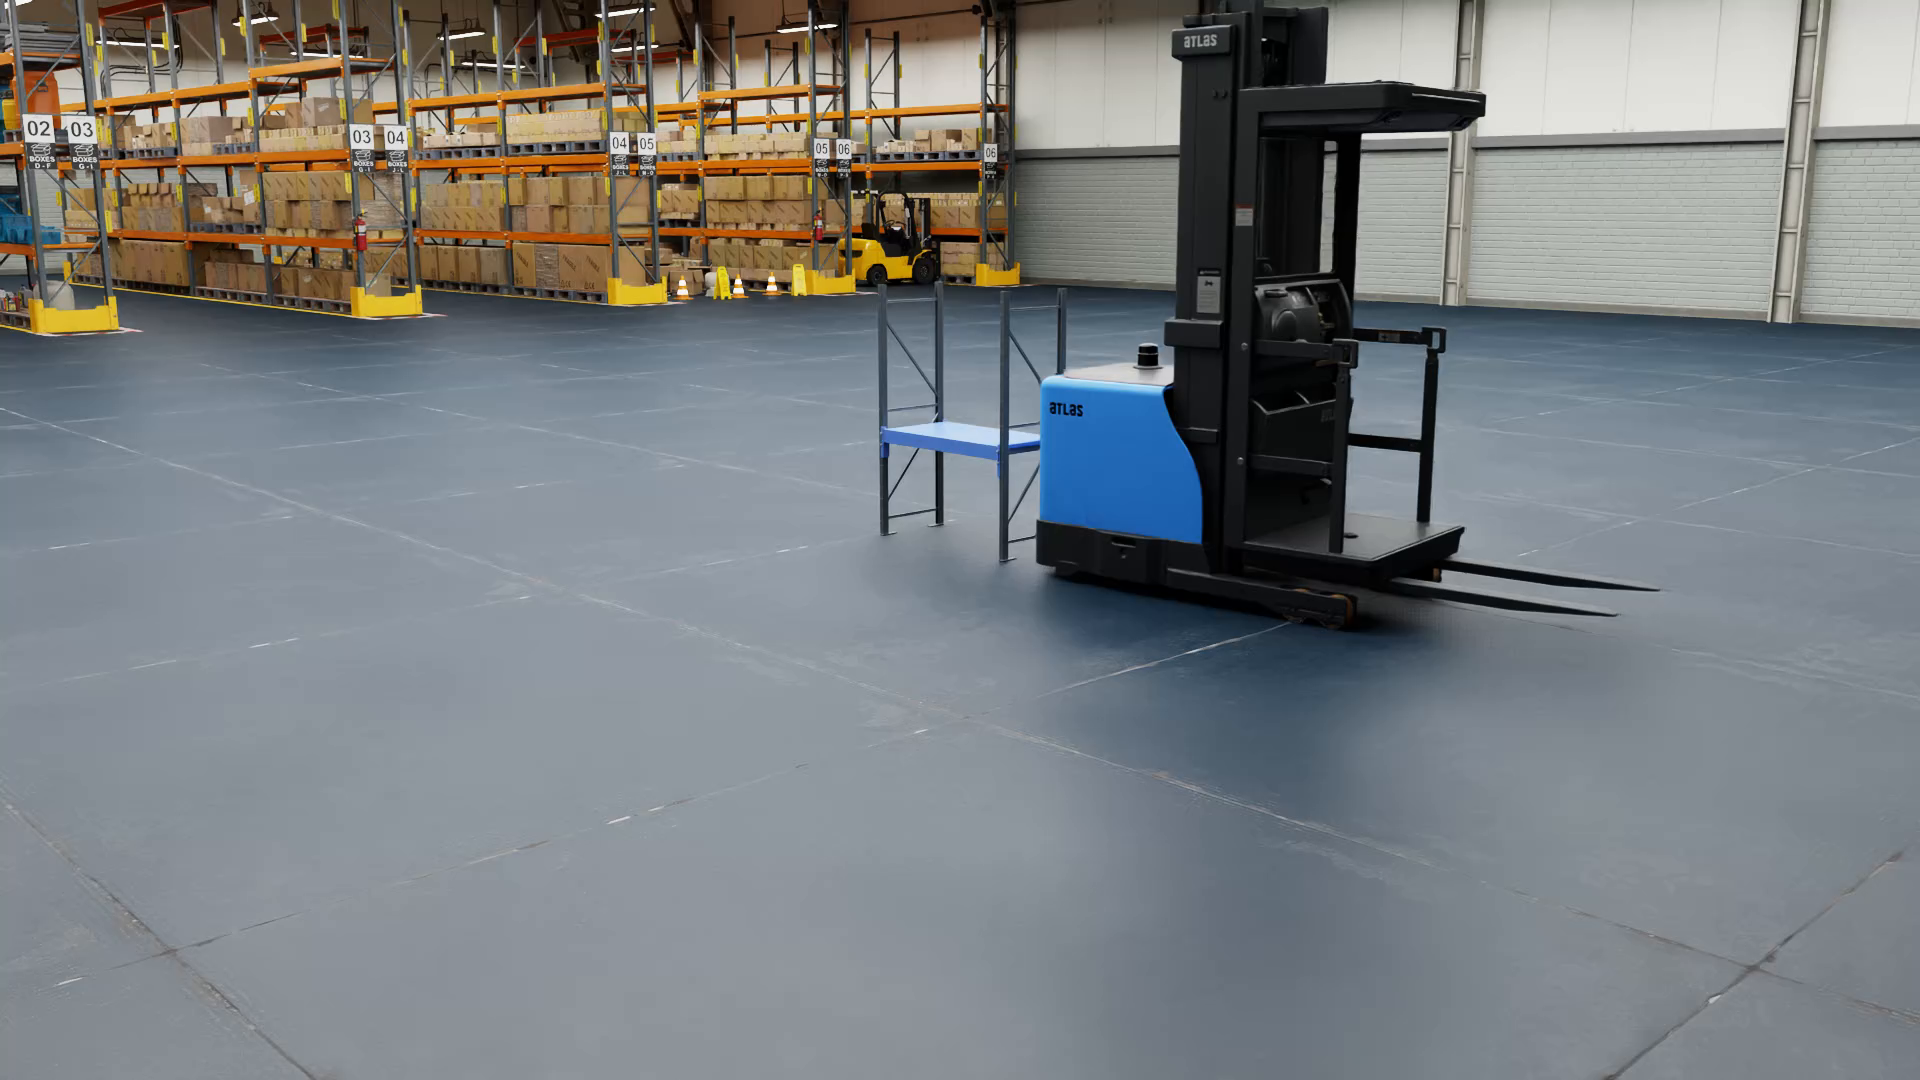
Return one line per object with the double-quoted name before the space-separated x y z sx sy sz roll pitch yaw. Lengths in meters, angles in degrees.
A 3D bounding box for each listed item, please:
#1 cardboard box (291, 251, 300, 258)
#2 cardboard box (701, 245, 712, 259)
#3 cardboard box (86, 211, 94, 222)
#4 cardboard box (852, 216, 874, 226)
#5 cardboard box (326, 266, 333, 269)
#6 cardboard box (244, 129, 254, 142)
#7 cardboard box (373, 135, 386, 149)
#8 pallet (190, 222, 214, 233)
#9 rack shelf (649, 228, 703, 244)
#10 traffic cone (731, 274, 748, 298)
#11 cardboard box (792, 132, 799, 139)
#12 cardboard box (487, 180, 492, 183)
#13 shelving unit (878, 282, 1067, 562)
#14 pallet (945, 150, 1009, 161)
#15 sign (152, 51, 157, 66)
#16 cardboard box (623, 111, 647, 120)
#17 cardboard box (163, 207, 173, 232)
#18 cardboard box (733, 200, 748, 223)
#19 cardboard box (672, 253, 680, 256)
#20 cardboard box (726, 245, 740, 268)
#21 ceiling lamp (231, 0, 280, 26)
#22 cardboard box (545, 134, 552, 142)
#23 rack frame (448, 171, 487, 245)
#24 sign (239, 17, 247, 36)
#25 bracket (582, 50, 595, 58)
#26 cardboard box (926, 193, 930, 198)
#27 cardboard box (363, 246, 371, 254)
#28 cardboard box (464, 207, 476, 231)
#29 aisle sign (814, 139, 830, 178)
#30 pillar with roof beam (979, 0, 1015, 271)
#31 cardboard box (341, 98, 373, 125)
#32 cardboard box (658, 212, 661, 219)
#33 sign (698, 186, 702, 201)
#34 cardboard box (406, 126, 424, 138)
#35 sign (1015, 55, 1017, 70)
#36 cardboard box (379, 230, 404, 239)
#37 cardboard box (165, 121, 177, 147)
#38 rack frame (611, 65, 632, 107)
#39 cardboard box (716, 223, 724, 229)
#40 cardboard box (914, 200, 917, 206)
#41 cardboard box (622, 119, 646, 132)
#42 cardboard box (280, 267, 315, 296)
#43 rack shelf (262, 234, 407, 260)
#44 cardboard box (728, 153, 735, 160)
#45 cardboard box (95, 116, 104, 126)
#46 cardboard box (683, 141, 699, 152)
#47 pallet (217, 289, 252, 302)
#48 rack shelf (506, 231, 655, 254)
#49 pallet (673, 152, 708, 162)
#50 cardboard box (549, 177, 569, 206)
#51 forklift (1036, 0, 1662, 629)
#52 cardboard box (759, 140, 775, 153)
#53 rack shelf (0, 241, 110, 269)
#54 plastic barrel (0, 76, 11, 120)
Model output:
"cardboard box" -16.801 -7.274 42.332 0.380 0.149 0.250 -11 16 -43
"cardboard box" -6.870 -7.991 46.418 0.500 0.500 0.500 -11 16 -43
"cardboard box" -19.724 -7.439 38.218 0.500 0.250 0.500 -11 16 -44
"cardboard box" -2.428 -7.984 41.601 0.500 0.250 0.500 -10 16 -41
"cardboard box" -15.379 -6.689 40.970 0.250 0.149 0.380 11 16 43
"cardboard box" -13.368 -7.679 31.610 0.396 0.266 0.258 -10 15 -41
"cardboard box" -10.029 -6.865 28.738 0.500 0.250 0.500 -10 15 -41
"pallet" -14.839 -6.348 33.763 1.213 0.211 1.003 -11 16 -43
"rack shelf" -6.860 -7.267 39.535 1.077 0.370 4.000 -11 16 -43
"traffic cone" -4.514 -5.180 33.909 0.336 0.463 0.334 -11 16 -43
"cardboard box" -3.314 -8.532 35.103 0.380 0.149 0.250 -11 16 -42
"cardboard box" -12.464 -9.582 44.652 0.380 0.149 0.250 -11 16 -43
"shelving unit" 0.059 -0.722 9.700 0.538 1.500 1.048 -11 16 -43
"pallet" 0.402 -8.969 38.797 1.003 0.211 1.213 -11 16 -43
"sign" -17.786 -10.626 36.678 0.100 0.325 0.005 -11 16 -43
"cardboard box" -6.227 -8.124 31.834 0.380 0.149 0.250 -11 16 -42
"cardboard box" -16.268 -6.691 34.706 0.500 0.500 0.500 -11 16 -43
"cardboard box" -4.675 -7.274 36.802 0.500 0.500 0.500 -11 16 -43
"cardboard box" -8.259 -8.147 47.756 0.396 0.266 0.258 -10 15 -41
"cardboard box" -4.888 -6.354 37.234 0.500 0.500 0.500 -10 15 -40
"ceiling lamp" -15.601 -13.174 37.089 0.800 3.185 2.000 -11 16 -43
"cardboard box" -7.933 -7.902 32.731 0.380 0.149 0.250 -11 16 -42
"rack frame" -13.766 -9.079 46.547 1.000 3.000 0.127 -11 16 -43
"sign" -13.043 -9.342 30.248 0.100 0.325 0.005 -11 16 -43
"bracket" -11.358 -14.882 50.924 0.235 0.232 0.430 -11 16 -43
"cardboard box" -0.592 -8.195 39.661 0.380 0.149 0.250 -11 16 -42
"cardboard box" -13.825 -6.918 39.350 0.500 0.250 0.500 -10 16 -41
"cardboard box" -10.241 -6.859 35.521 0.500 0.500 0.500 -11 16 -42
"aisle sign" -2.883 -7.968 34.710 0.394 0.787 0.004 -11 16 -43
"pillar with roof beam" -2.071 -10.002 36.158 9.100 9.000 0.548 -11 16 -43
"cardboard box" -10.714 -7.526 29.351 0.500 0.500 0.500 -11 16 -43
"cardboard box" -7.070 -7.678 39.329 0.380 0.149 0.250 -10 15 -41
"sign" -5.877 -7.817 37.551 0.100 0.325 0.005 -11 16 -43
"cardboard box" -12.218 -9.123 37.181 0.396 0.266 0.258 -11 16 -43
"sign" 1.277 -10.986 38.228 0.100 0.325 0.005 -11 16 -43
"cardboard box" -9.908 -5.315 28.898 0.380 0.149 0.250 -11 16 -43
"cardboard box" -15.882 -8.335 34.205 0.797 0.503 0.637 -10 15 -39
"rack frame" -10.178 -12.710 49.301 1.000 3.000 0.127 -11 16 -43
"cardboard box" -5.281 -7.085 37.488 0.380 0.149 0.250 -10 15 -41
"cardboard box" -0.998 -8.113 40.001 0.250 0.149 0.380 11 16 43
"cardboard box" -6.374 -7.942 31.938 0.500 0.250 0.500 -11 16 -43
"cardboard box" -12.399 -4.864 31.243 0.500 0.500 0.500 11 16 43
"rack shelf" -11.265 -5.303 29.999 1.077 0.370 4.000 -11 16 -43
"cardboard box" -4.905 -8.486 36.854 0.380 0.149 0.250 -10 15 -41
"cardboard box" -19.545 -9.542 37.965 0.500 0.250 0.500 11 16 43
"cardboard box" -5.987 -8.994 38.032 0.500 0.250 0.500 -11 16 -44
"pallet" -14.031 -4.873 33.040 1.003 0.211 1.213 -11 16 -43
"rack shelf" -7.608 -5.979 33.282 1.077 0.370 4.000 -11 16 -43
"pallet" -5.828 -8.810 38.272 1.213 0.211 1.003 -11 16 -43
"cardboard box" -7.650 -6.929 33.061 0.875 0.550 0.500 -11 16 -43
"forklift" 1.875 -1.134 8.152 3.031 2.935 1.130 9 15 38
"cardboard box" -3.973 -8.471 35.797 0.500 0.250 0.500 -10 16 -41
"rack shelf" -14.847 -4.613 26.649 1.077 0.370 4.000 -11 16 -43
"plastic barrel" -15.618 -7.017 26.820 0.600 0.901 0.708 -11 16 -43
